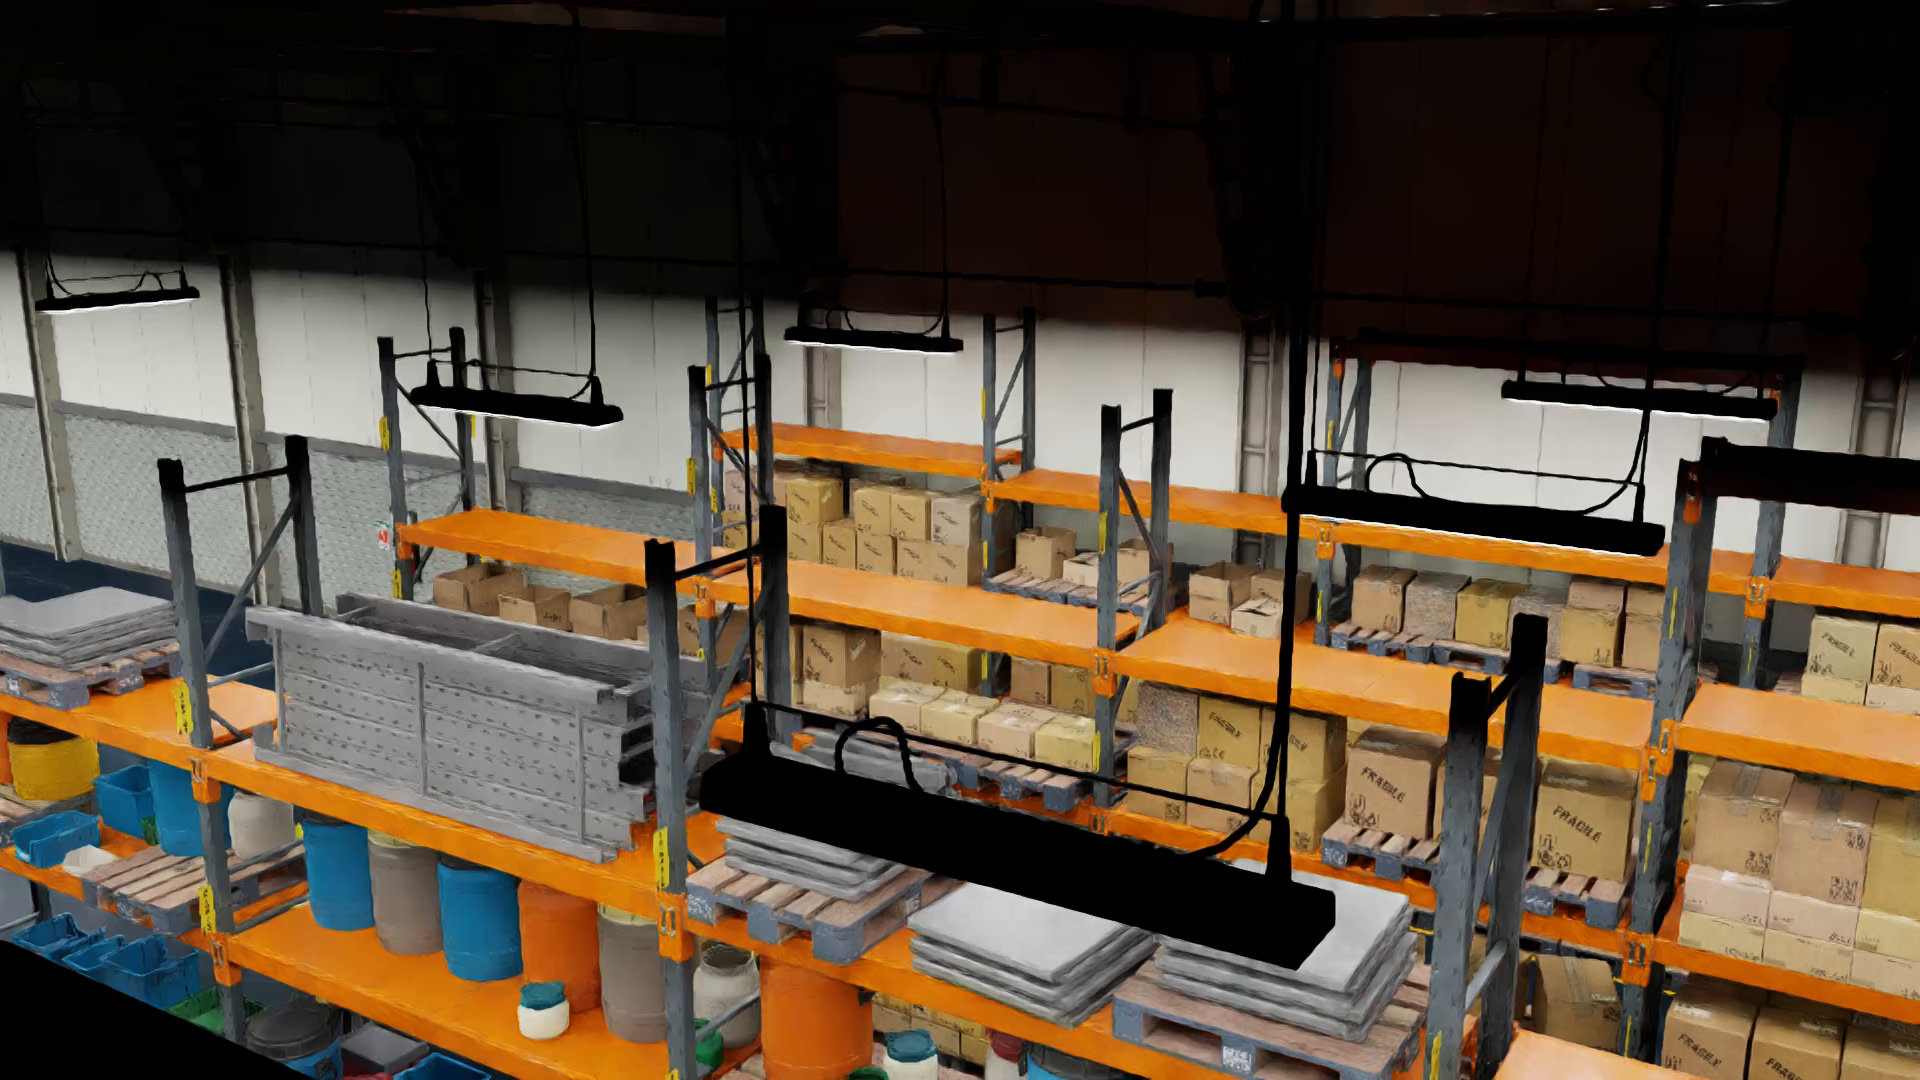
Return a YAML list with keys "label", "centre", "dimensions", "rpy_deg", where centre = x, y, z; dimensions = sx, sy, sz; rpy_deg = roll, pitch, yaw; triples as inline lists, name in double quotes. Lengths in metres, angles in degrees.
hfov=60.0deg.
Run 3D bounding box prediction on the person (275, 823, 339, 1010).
- label: "person"
  centre: [-6.126, 3.471, 15.619]
  dimensions: [1.042, 1.706, 0.571]
  rpy_deg: [12, 18, 40]
